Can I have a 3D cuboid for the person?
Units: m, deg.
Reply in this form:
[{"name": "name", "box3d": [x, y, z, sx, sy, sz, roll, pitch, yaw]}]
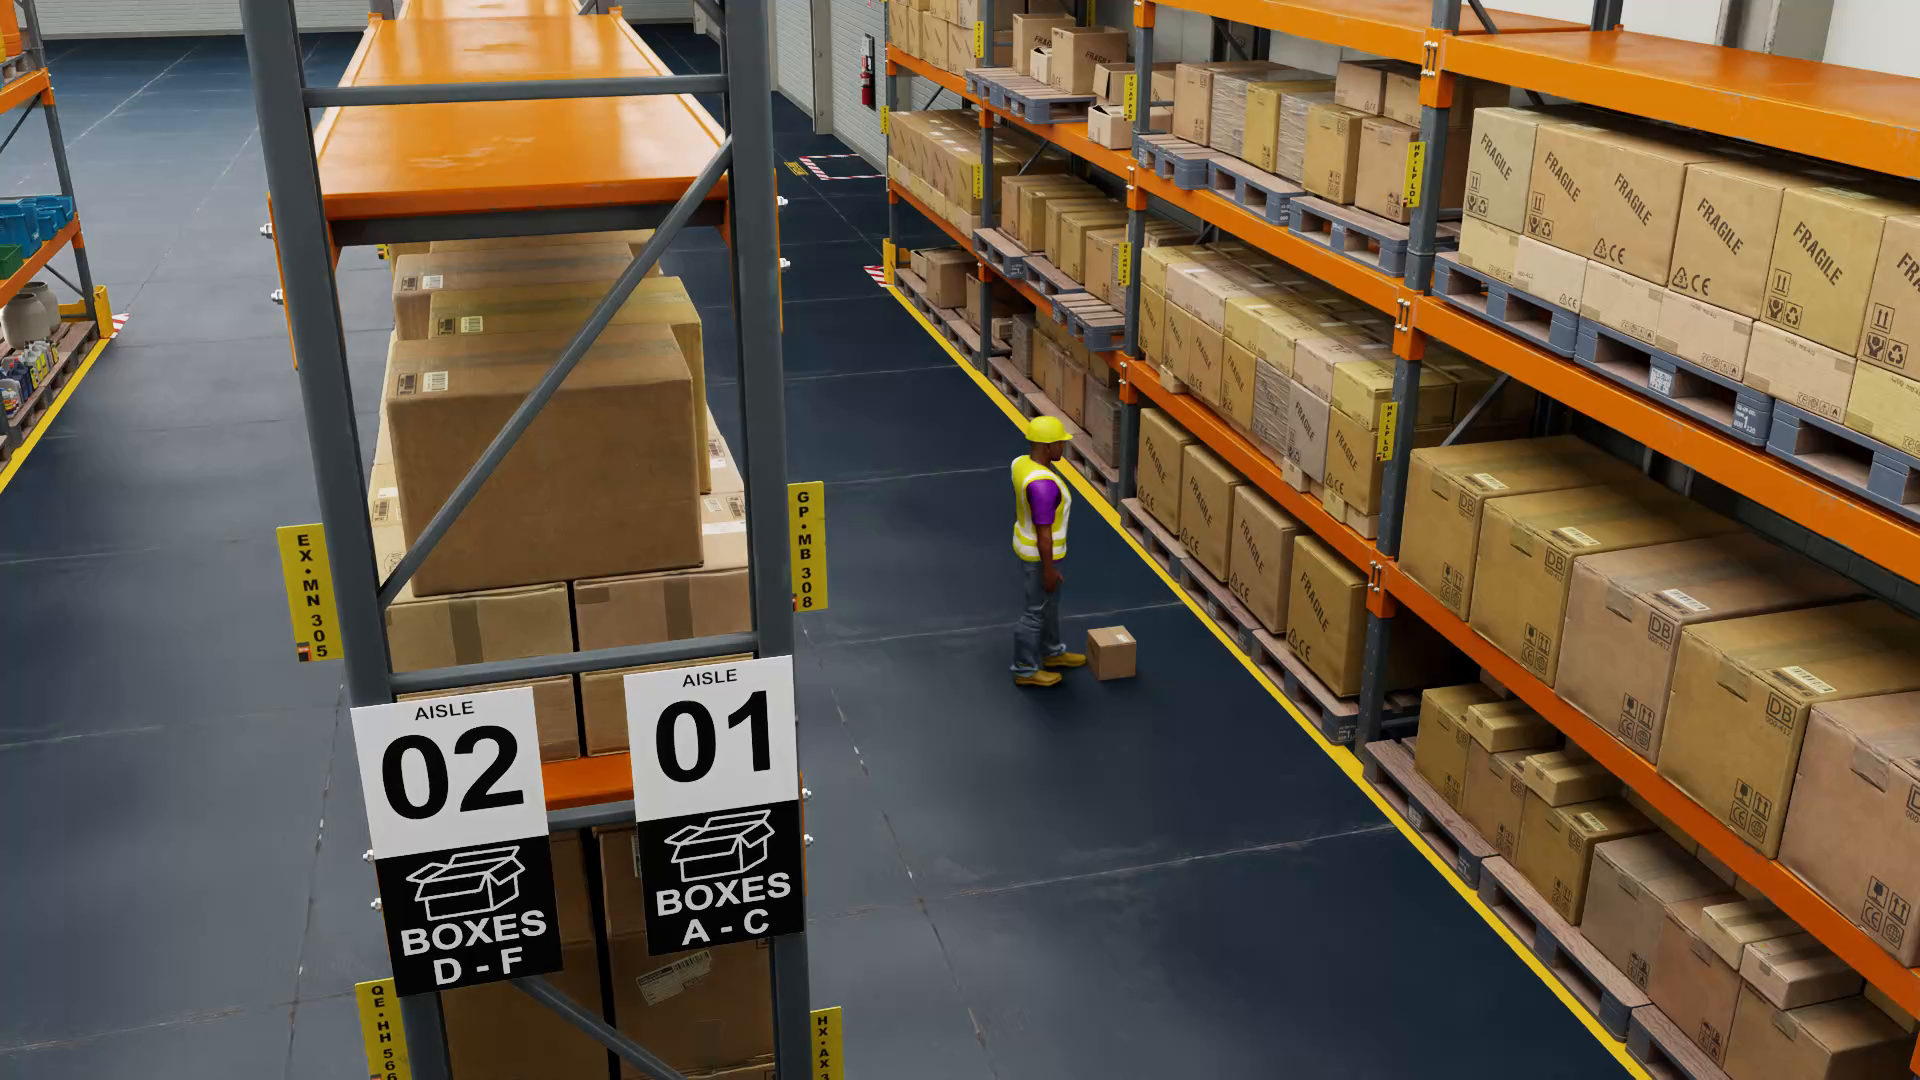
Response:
[{"name": "person", "box3d": [0.592, 0.072, 10.373, 0.562, 1.771, 0.604, -3, 23, -8]}]
